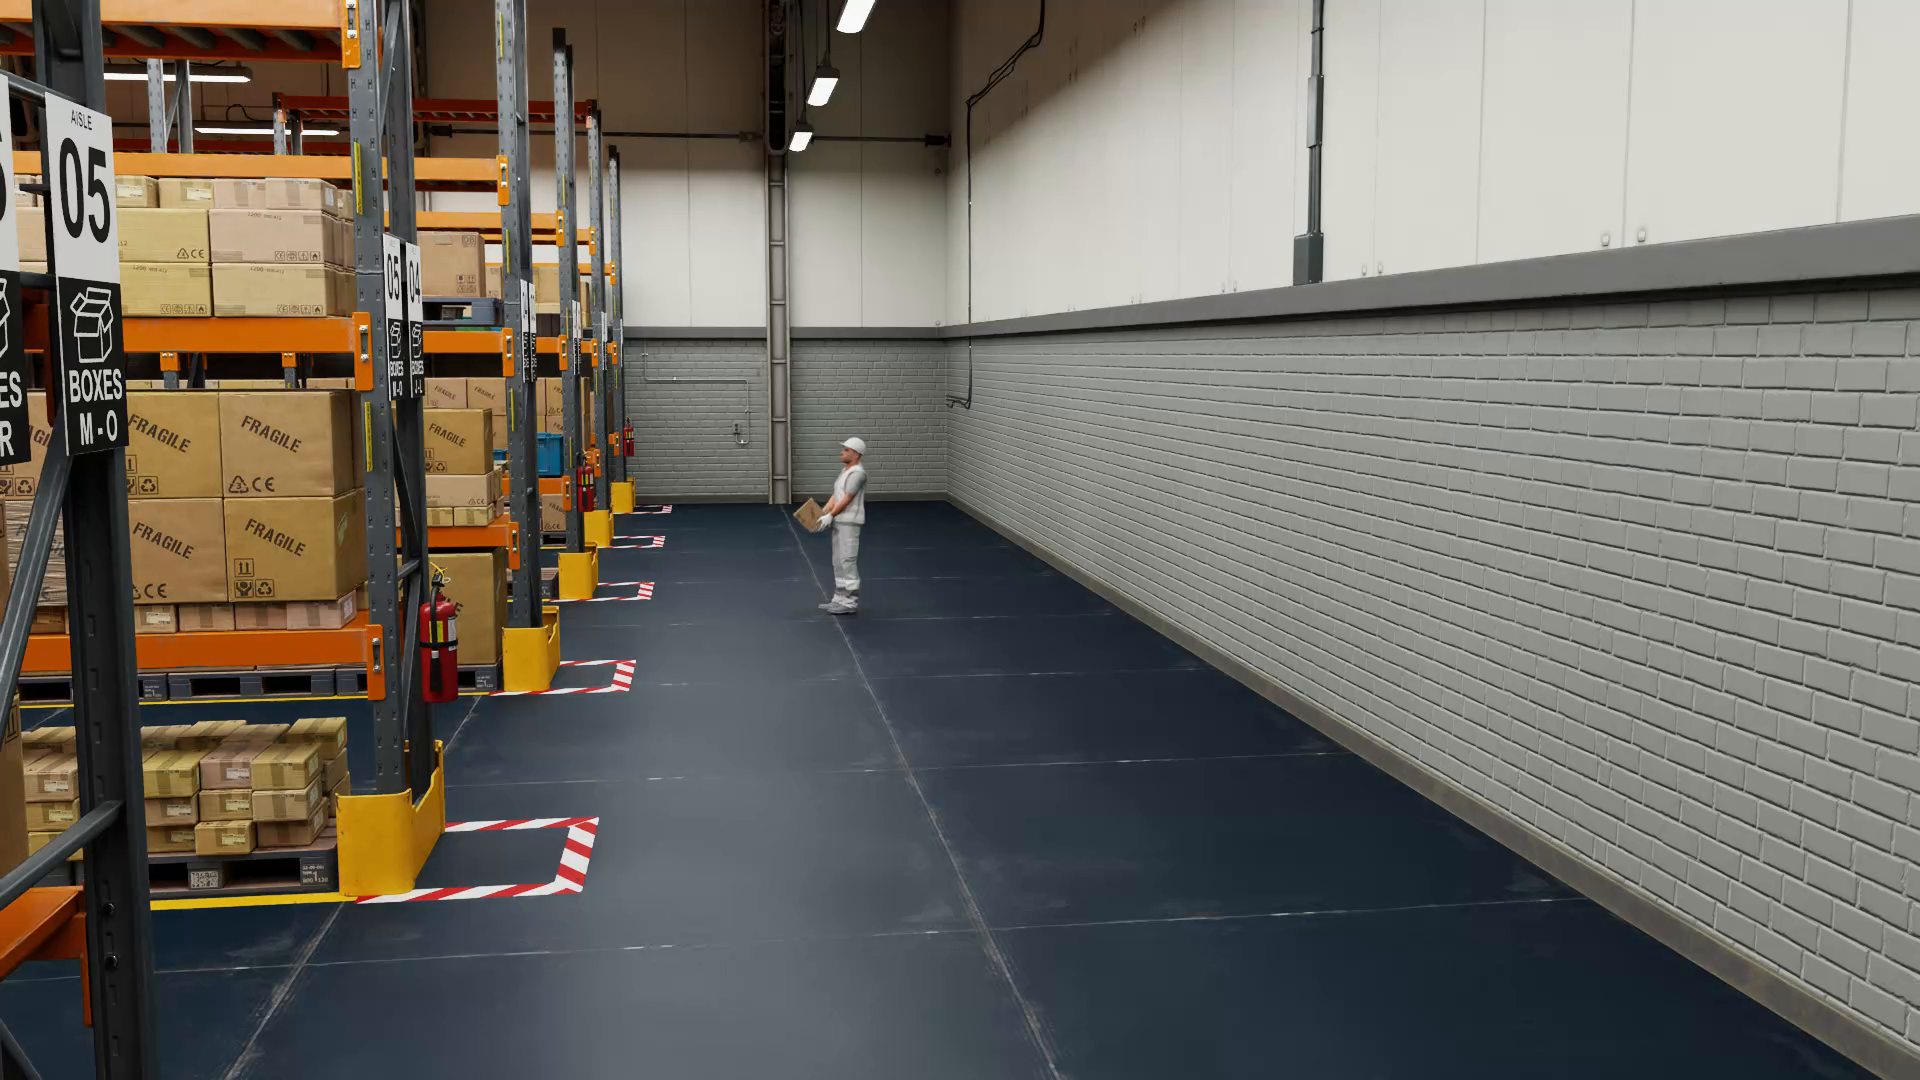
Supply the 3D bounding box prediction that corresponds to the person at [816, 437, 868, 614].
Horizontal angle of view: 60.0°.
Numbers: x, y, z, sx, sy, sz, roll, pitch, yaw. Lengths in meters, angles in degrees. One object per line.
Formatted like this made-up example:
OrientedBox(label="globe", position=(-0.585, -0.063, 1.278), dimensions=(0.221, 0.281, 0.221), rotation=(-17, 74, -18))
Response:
OrientedBox(label="person", position=(-1.226, -0.145, 16.881), dimensions=(0.546, 1.793, 0.527), rotation=(-2, 7, -17))
